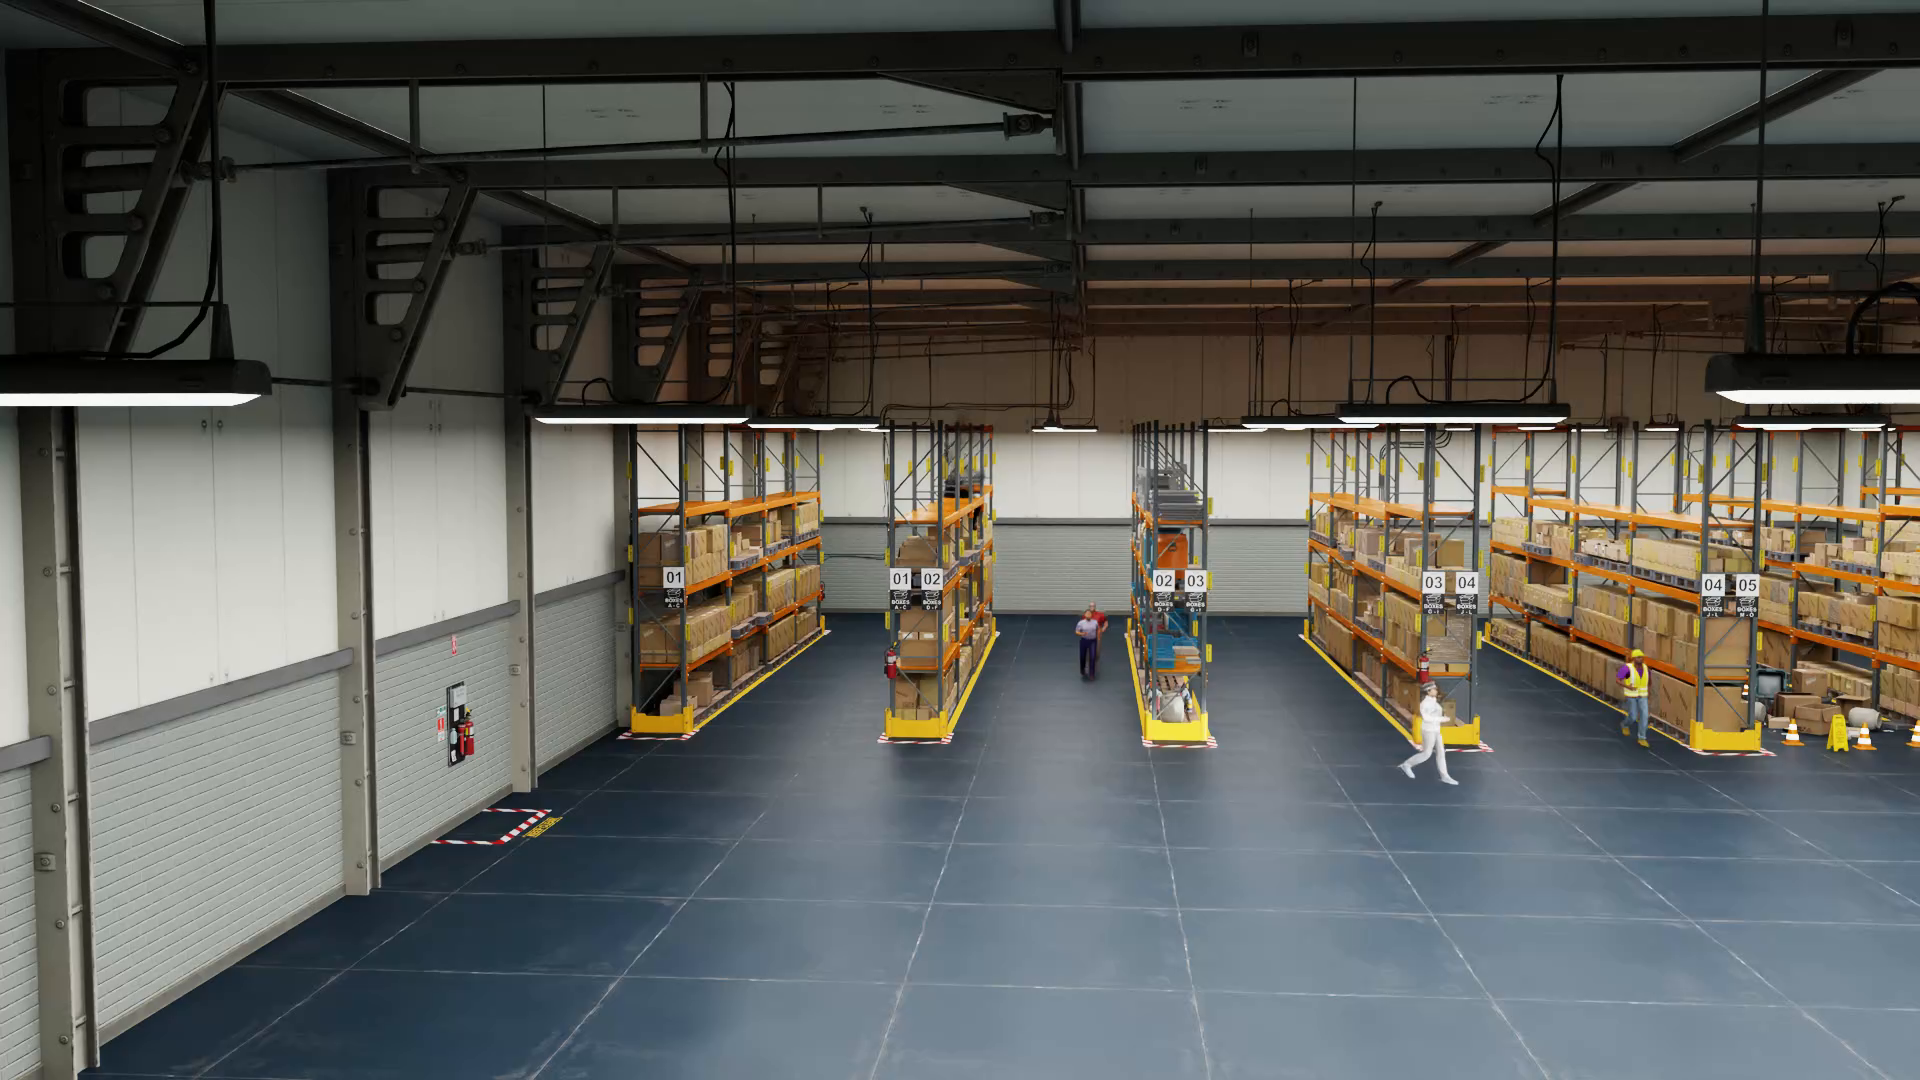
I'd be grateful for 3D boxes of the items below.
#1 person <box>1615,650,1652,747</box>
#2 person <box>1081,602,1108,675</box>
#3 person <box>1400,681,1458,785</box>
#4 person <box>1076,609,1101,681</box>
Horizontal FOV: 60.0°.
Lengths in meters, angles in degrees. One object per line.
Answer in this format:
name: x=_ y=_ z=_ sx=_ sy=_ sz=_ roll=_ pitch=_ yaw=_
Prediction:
person: x=12.528 y=2.904 z=30.847 sx=0.738 sy=1.761 sz=0.865 roll=0 pitch=4 yaw=-4
person: x=3.228 y=2.347 z=39.967 sx=0.661 sy=1.737 sz=0.805 roll=1 pitch=4 yaw=10
person: x=7.686 y=3.132 z=27.174 sx=0.924 sy=1.687 sz=0.613 roll=2 pitch=4 yaw=30
person: x=3.006 y=2.433 z=38.904 sx=0.614 sy=1.624 sz=0.917 roll=0 pitch=4 yaw=0
